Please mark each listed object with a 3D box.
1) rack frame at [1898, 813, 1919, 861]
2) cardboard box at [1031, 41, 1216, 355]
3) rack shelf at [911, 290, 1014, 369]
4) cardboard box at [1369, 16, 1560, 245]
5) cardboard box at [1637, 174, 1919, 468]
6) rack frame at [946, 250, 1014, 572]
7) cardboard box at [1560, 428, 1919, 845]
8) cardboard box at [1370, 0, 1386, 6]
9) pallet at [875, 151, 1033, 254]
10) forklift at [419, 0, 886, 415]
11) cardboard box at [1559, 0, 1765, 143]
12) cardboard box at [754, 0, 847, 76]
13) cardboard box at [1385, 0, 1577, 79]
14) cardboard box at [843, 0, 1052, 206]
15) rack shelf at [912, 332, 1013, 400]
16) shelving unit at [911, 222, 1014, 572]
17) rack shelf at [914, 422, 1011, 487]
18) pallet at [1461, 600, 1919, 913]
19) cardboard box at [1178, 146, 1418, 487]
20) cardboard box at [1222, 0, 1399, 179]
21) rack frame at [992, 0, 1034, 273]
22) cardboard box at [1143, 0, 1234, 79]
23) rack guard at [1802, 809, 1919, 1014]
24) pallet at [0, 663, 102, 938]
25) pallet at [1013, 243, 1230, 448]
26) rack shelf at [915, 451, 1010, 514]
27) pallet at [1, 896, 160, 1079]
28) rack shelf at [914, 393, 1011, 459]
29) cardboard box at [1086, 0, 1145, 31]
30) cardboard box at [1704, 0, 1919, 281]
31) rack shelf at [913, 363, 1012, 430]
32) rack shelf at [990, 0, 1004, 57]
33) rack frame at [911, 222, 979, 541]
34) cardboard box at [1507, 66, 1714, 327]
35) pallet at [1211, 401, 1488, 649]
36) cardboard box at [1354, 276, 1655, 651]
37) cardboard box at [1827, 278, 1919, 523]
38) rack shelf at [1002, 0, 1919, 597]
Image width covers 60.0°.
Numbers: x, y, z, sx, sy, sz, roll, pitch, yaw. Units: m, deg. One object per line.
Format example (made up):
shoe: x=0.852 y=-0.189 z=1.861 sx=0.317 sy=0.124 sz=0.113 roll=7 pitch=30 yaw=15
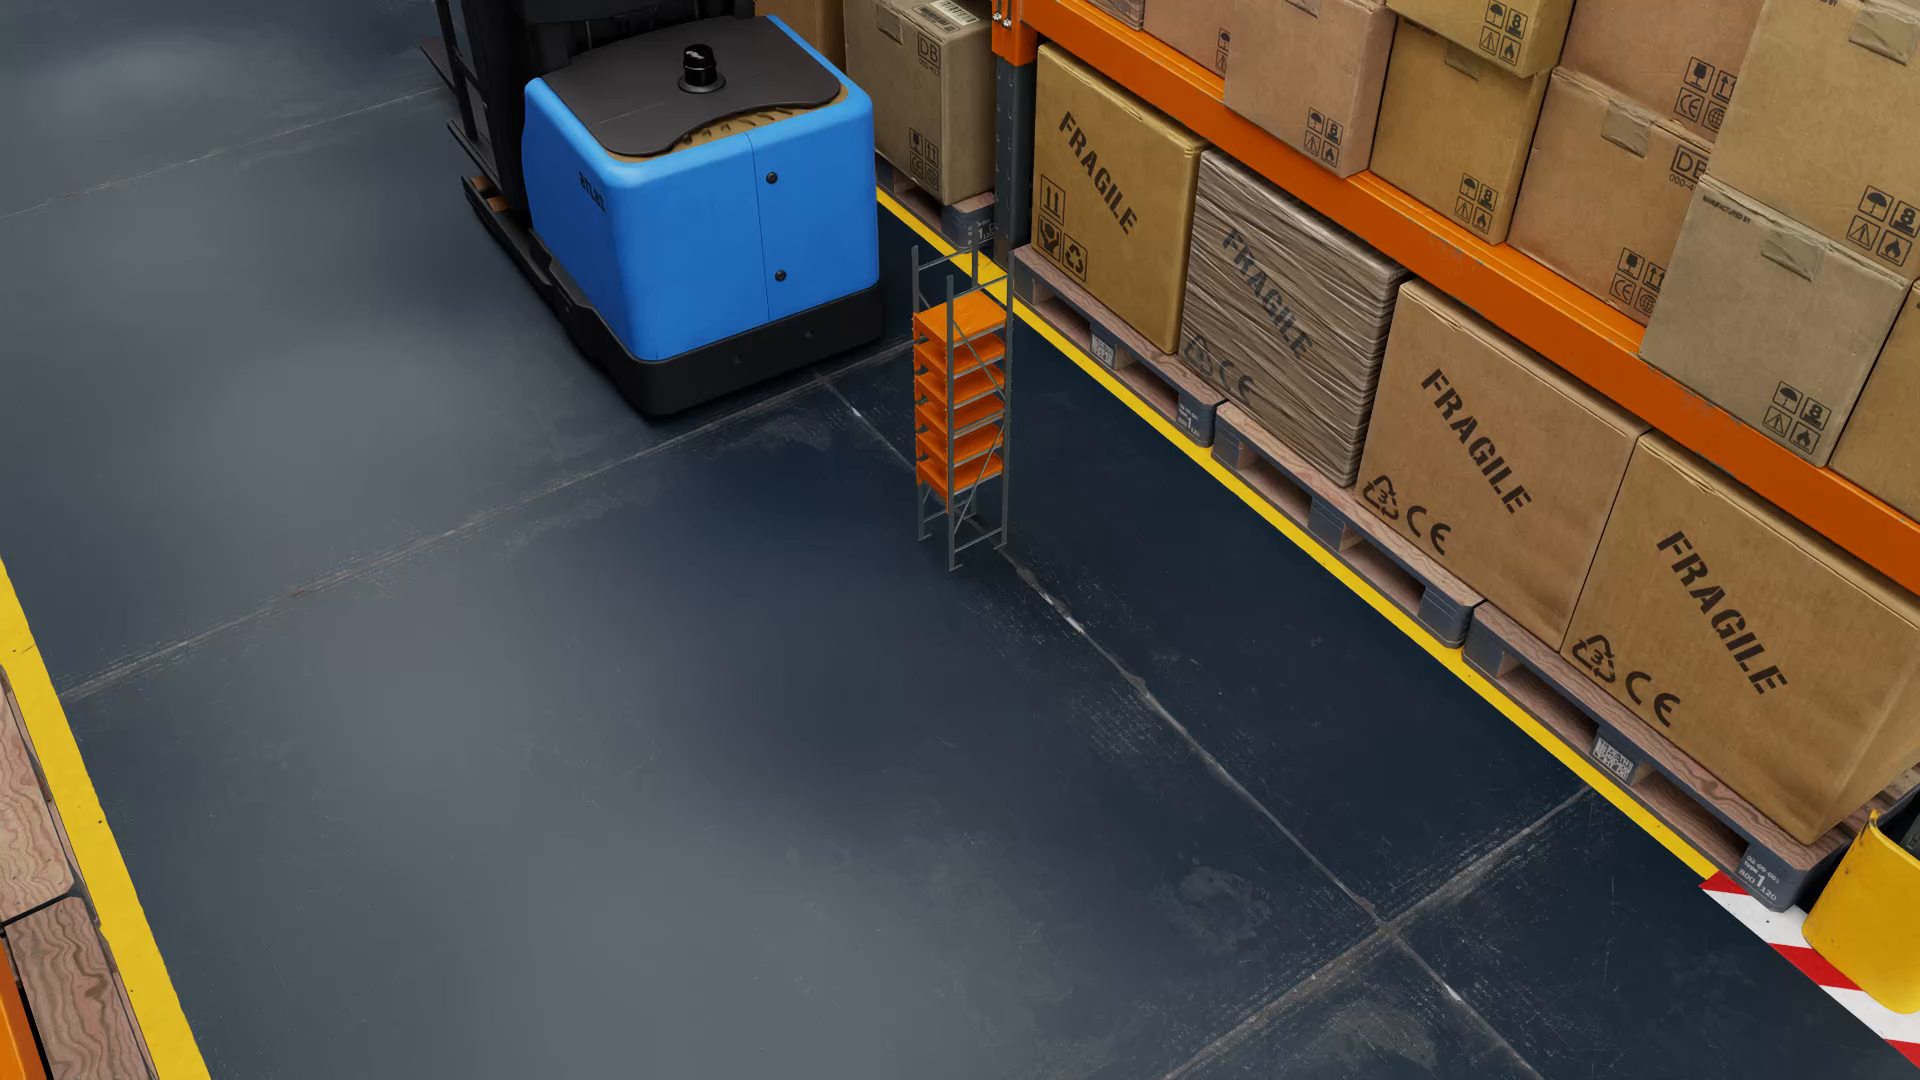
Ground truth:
rack frame: x=2.871 y=-0.146 z=3.731 sx=1.000 sy=3.000 sz=0.127 roll=-26 pitch=49 yaw=-24
cardboard box: x=0.885 y=-1.411 z=6.291 sx=0.875 sy=0.875 sz=0.875 roll=-25 pitch=49 yaw=-24
rack shelf: x=0.008 y=-0.654 z=5.109 sx=0.258 sy=0.103 sz=0.180 roll=-26 pitch=49 yaw=-24
cardboard box: x=1.734 y=-1.346 z=4.879 sx=0.875 sy=0.550 sz=0.500 roll=-26 pitch=49 yaw=-24
cardboard box: x=2.289 y=-0.696 z=4.198 sx=0.875 sy=0.550 sz=0.550 roll=-26 pitch=49 yaw=-24
rack frame: x=0.061 y=-0.374 z=5.273 sx=0.240 sy=1.200 sz=0.006 roll=-26 pitch=49 yaw=-24
cardboard box: x=2.428 y=0.112 z=4.695 sx=0.875 sy=0.875 sz=0.875 roll=-25 pitch=49 yaw=-24
cardboard box: x=1.371 y=-2.008 z=4.791 sx=0.875 sy=0.550 sz=0.550 roll=-26 pitch=49 yaw=-24
pallet: x=0.079 y=-1.810 z=7.493 sx=1.003 sy=0.211 sz=1.213 roll=-26 pitch=49 yaw=-24
forklift: x=-1.493 y=-2.519 z=6.266 sx=1.130 sy=2.935 sz=3.031 roll=-23 pitch=48 yaw=-22
cardboard box: x=2.091 y=-1.462 z=4.219 sx=0.875 sy=0.550 sz=0.550 roll=-26 pitch=49 yaw=-24
cardboard box: x=-0.395 y=-2.614 z=7.641 sx=1.050 sy=0.750 sz=0.750 roll=-26 pitch=49 yaw=-24
cardboard box: x=1.681 y=-1.711 z=4.480 sx=0.875 sy=0.550 sz=0.500 roll=-26 pitch=49 yaw=-24
cardboard box: x=0.153 y=-2.066 z=7.067 sx=1.050 sy=0.750 sz=0.750 roll=-26 pitch=49 yaw=-25
rack shelf: x=0.008 y=-0.567 z=5.192 sx=0.258 sy=0.103 sz=0.180 roll=-26 pitch=49 yaw=-24
shelving unit: x=0.008 y=-0.426 z=5.327 sx=0.258 sy=1.200 sz=0.189 roll=-26 pitch=49 yaw=-24
rack shelf: x=0.008 y=-0.307 z=5.441 sx=0.258 sy=0.103 sz=0.180 roll=-26 pitch=49 yaw=-24
pallet: x=2.349 y=0.440 z=5.136 sx=1.003 sy=0.211 sz=1.213 roll=-26 pitch=49 yaw=-24
cardboard box: x=1.404 y=-0.902 z=5.757 sx=0.875 sy=0.875 sz=0.875 roll=-25 pitch=49 yaw=-24
cardboard box: x=1.349 y=-1.607 z=5.152 sx=0.875 sy=0.550 sz=0.550 roll=-26 pitch=49 yaw=-24
rack frame: x=0.582 y=-2.412 z=6.104 sx=1.000 sy=3.000 sz=0.127 roll=-26 pitch=49 yaw=-24
cardboard box: x=1.136 y=-1.959 z=5.521 sx=0.875 sy=0.550 sz=0.550 roll=-26 pitch=49 yaw=-24
rack guard: x=2.884 y=0.771 z=4.580 sx=1.175 sy=0.500 sz=0.348 roll=-26 pitch=49 yaw=-24
pallet: x=-3.130 y=0.865 z=4.691 sx=1.003 sy=0.211 sz=1.213 roll=-26 pitch=49 yaw=-24
pallet: x=0.953 y=-0.942 z=6.583 sx=1.003 sy=0.211 sz=1.213 roll=-26 pitch=49 yaw=-24
rack shelf: x=0.008 y=-0.220 z=5.524 sx=0.258 sy=0.103 sz=0.180 roll=-26 pitch=49 yaw=-24
pallet: x=-2.428 y=1.557 z=3.966 sx=1.003 sy=0.211 sz=1.213 roll=-26 pitch=49 yaw=-24
rack shelf: x=0.008 y=-0.394 z=5.358 sx=0.258 sy=0.103 sz=0.180 roll=-26 pitch=49 yaw=-24
cardboard box: x=0.803 y=-2.262 z=5.838 sx=0.875 sy=0.550 sz=0.550 roll=-26 pitch=49 yaw=-24
cardboard box: x=2.300 y=-1.092 z=3.831 sx=0.875 sy=0.550 sz=0.550 roll=-26 pitch=49 yaw=-24
rack shelf: x=0.008 y=-0.480 z=5.275 sx=0.258 sy=0.103 sz=0.180 roll=-26 pitch=49 yaw=-24
rack shelf: x=-0.562 y=-3.284 z=7.539 sx=1.077 sy=0.370 sz=4.000 roll=-26 pitch=49 yaw=-24
rack frame: x=-0.044 y=-0.478 z=5.381 sx=0.240 sy=1.200 sz=0.006 roll=-26 pitch=49 yaw=-24
cardboard box: x=2.071 y=-1.062 z=4.582 sx=0.875 sy=0.550 sz=0.550 roll=-26 pitch=49 yaw=-24
pallet: x=1.655 y=-0.250 z=5.859 sx=1.003 sy=0.211 sz=1.213 roll=-26 pitch=49 yaw=-24
cardboard box: x=1.923 y=-0.385 z=5.216 sx=0.875 sy=0.875 sz=0.875 roll=-26 pitch=50 yaw=-25
cardboard box: x=2.621 y=-0.393 z=3.881 sx=0.875 sy=0.550 sz=0.550 roll=-26 pitch=49 yaw=-24
rack shelf: x=1.726 y=-1.019 z=5.166 sx=1.077 sy=0.370 sz=4.000 roll=-26 pitch=49 yaw=-24
